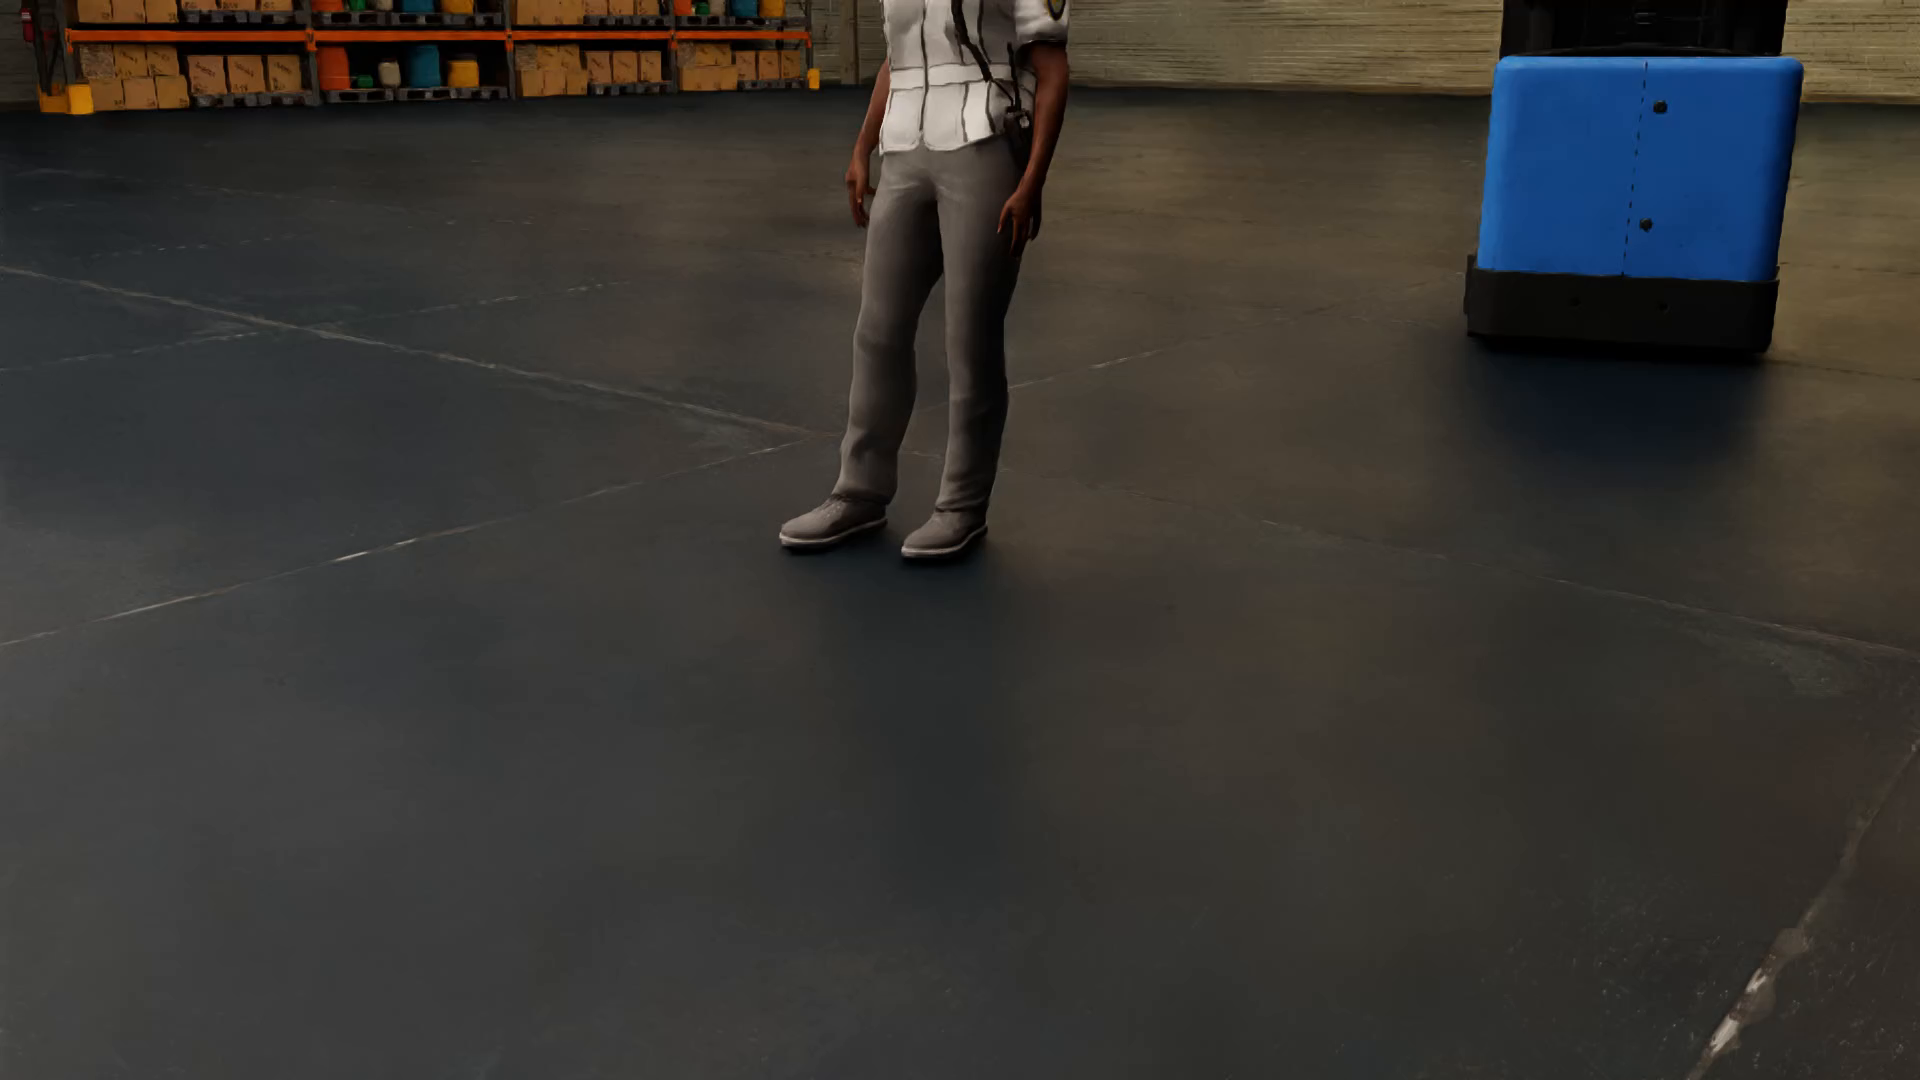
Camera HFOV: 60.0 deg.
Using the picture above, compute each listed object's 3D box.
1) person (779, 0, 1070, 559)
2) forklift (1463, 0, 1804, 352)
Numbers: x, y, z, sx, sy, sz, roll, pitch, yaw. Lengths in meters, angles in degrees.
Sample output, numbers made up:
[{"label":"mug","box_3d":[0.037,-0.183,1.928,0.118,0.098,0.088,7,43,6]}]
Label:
[{"label":"person","box_3d":[-0.063,-0.805,3.650,0.570,1.695,0.529,13,21,37]},{"label":"forklift","box_3d":[2.901,-2.473,7.041,1.130,2.935,3.031,6,18,19]}]
